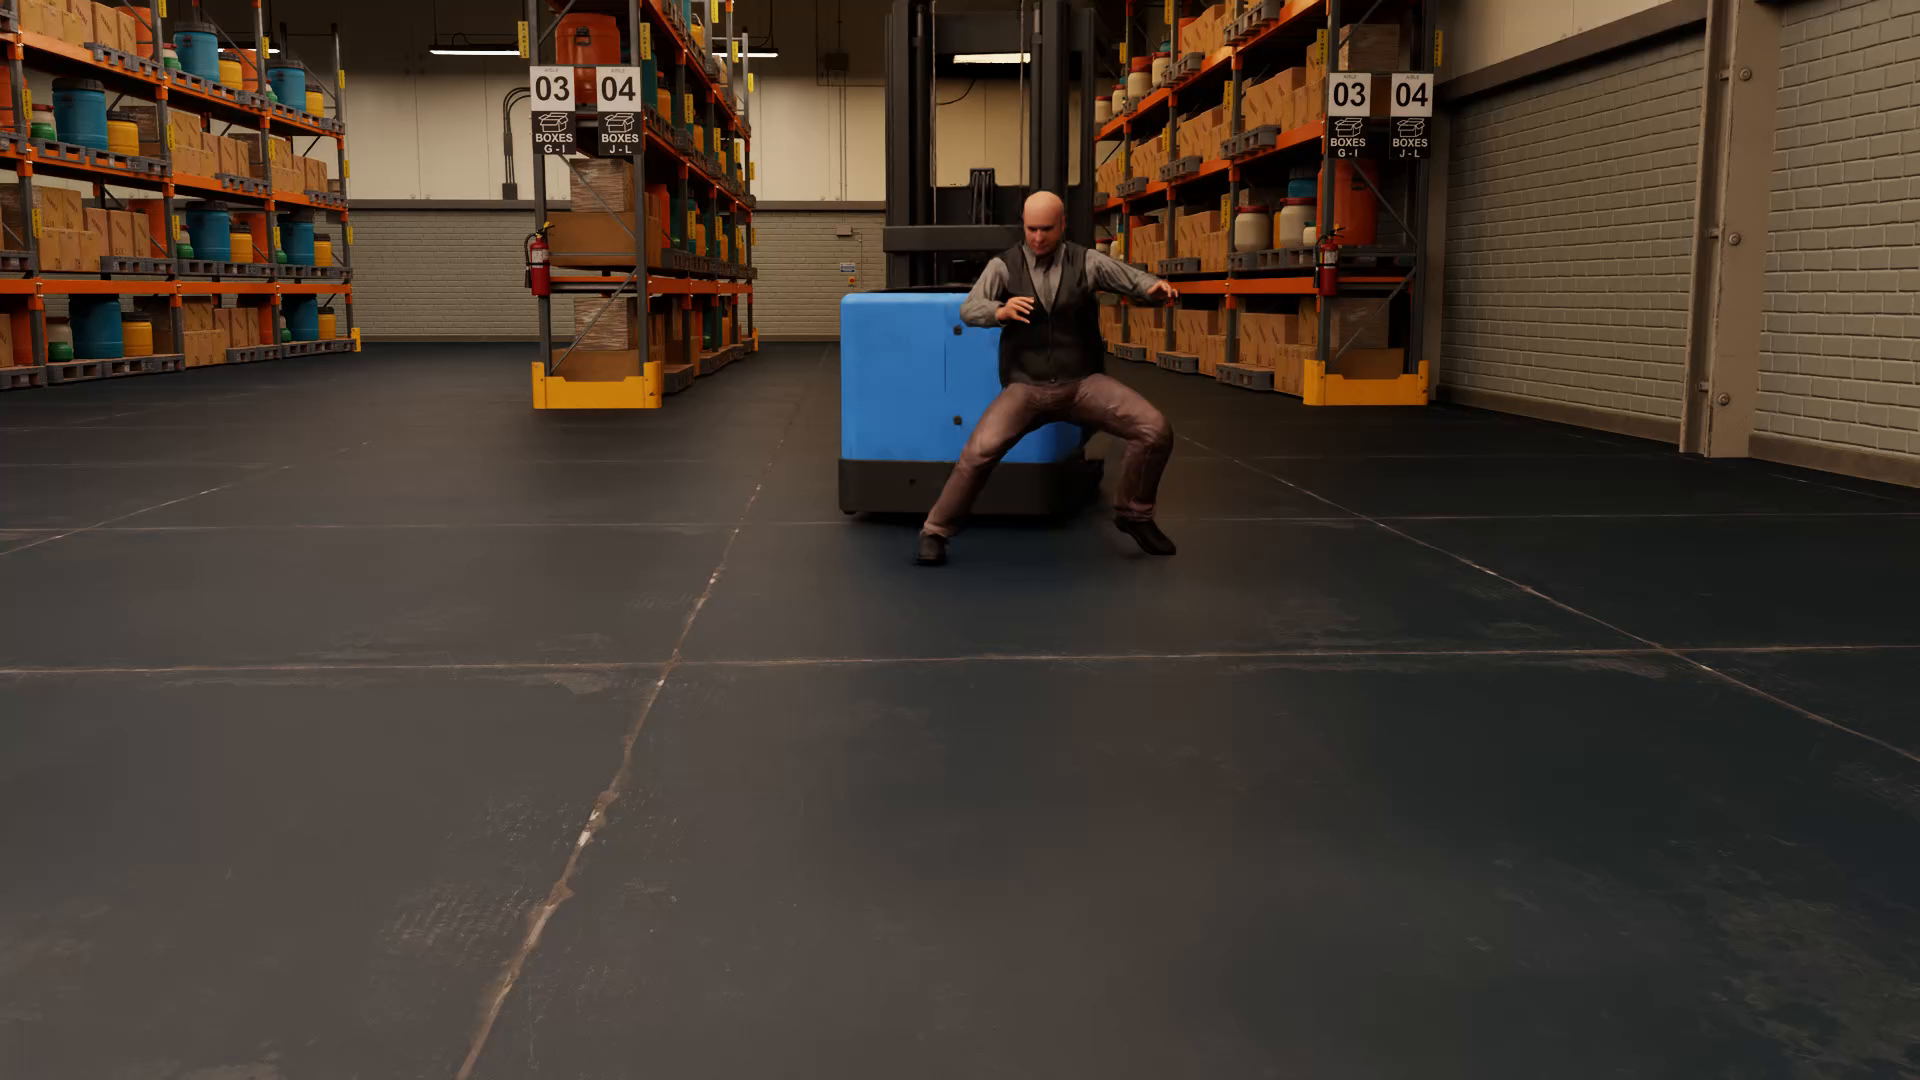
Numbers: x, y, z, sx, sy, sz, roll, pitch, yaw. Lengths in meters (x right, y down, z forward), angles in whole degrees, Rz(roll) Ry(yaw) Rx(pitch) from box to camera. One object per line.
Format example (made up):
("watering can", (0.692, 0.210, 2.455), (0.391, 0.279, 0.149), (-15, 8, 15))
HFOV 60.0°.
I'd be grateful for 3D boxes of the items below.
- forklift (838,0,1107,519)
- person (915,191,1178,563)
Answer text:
("forklift", (0.196, -1.719, 8.911), (1.130, 2.935, 3.031), (1, 9, 10))
("person", (0.363, -0.658, 6.749), (1.071, 1.491, 0.731), (0, 8, 2))
